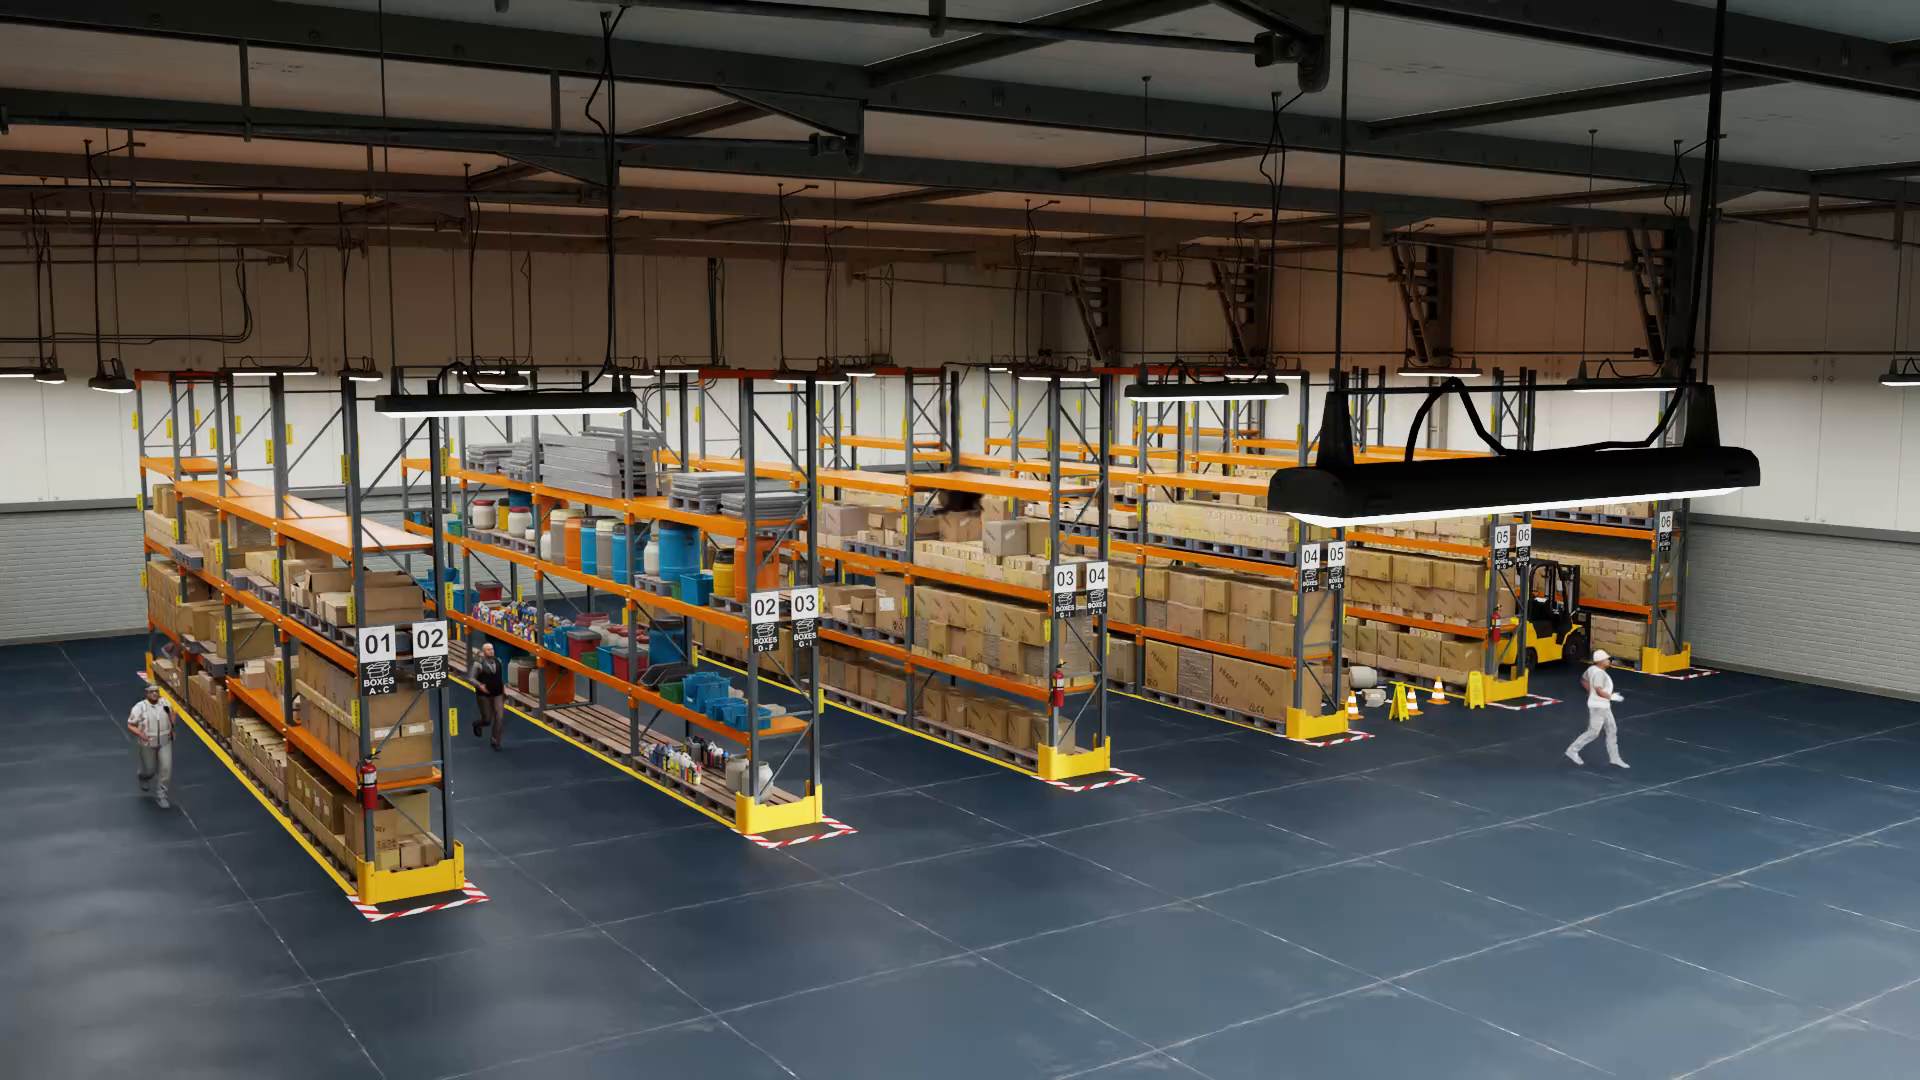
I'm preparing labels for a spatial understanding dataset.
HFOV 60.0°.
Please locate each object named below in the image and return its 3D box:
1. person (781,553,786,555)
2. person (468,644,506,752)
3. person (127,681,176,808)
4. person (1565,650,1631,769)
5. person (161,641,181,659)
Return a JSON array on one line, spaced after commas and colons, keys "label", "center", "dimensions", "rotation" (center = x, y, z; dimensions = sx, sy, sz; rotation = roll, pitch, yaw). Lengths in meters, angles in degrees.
[{"label": "person", "center": [-4.296, 1.072, 39.580], "dimensions": [0.610, 1.564, 0.828], "rotation": [0, 6, -4]}, {"label": "person", "center": [-7.565, 2.504, 26.680], "dimensions": [0.671, 1.721, 0.798], "rotation": [-6, 9, -42]}, {"label": "person", "center": [-11.339, 2.850, 23.397], "dimensions": [0.672, 1.790, 0.814], "rotation": [-6, 9, -42]}, {"label": "person", "center": [9.775, 2.574, 25.405], "dimensions": [0.946, 1.795, 0.721], "rotation": [2, 7, 20]}, {"label": "person", "center": [-15.869, 1.754, 33.510], "dimensions": [0.545, 1.613, 0.563], "rotation": [-2, 7, -13]}]
